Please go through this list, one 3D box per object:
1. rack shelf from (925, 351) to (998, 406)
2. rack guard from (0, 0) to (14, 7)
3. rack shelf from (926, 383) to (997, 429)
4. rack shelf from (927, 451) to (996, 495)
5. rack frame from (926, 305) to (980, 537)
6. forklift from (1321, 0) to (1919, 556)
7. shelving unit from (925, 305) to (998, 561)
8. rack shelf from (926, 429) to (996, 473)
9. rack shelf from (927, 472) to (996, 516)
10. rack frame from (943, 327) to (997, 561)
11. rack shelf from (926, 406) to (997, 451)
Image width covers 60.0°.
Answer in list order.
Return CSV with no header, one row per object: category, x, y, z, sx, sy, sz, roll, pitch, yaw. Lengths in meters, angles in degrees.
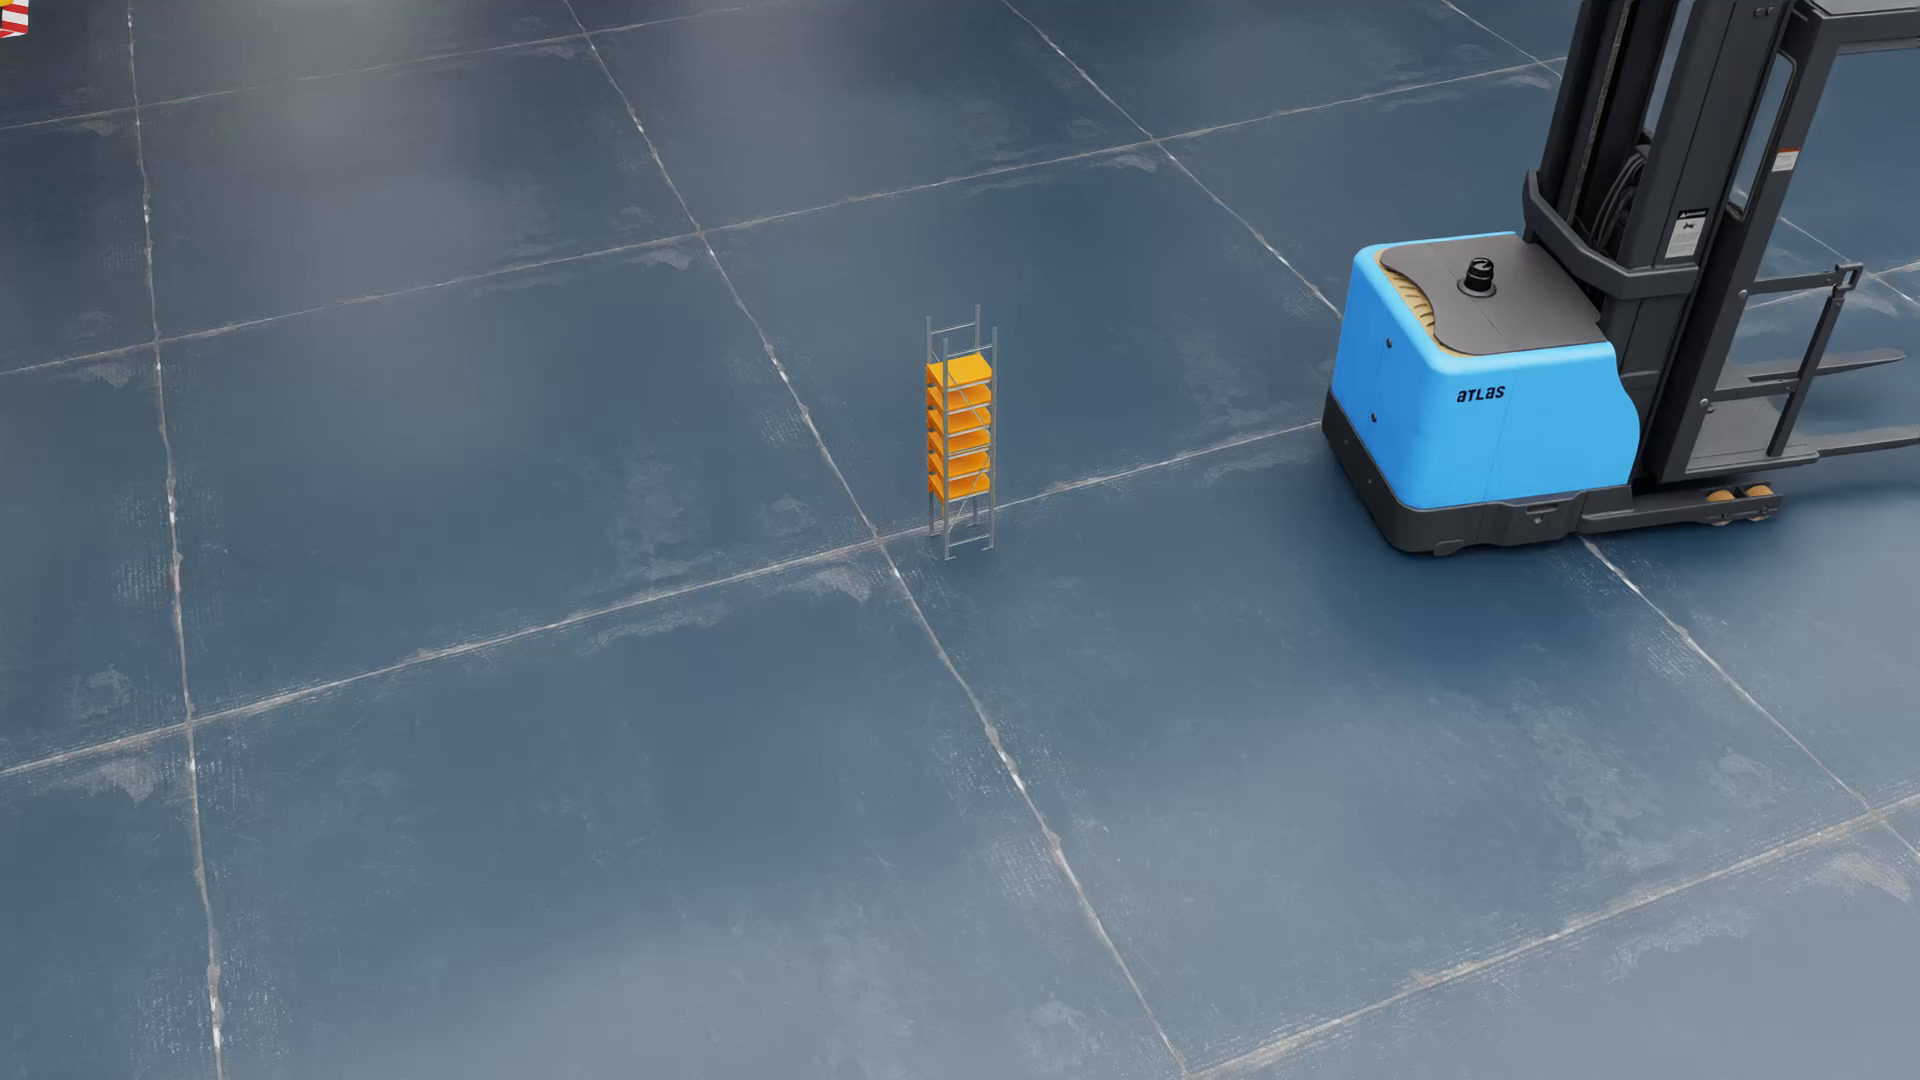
rack shelf,0.006,-0.685,7.062,0.258,0.103,0.180,-15,43,-17
rack guard,-7.583,-4.091,12.043,1.175,0.500,0.348,-15,43,-17
rack shelf,0.006,-0.594,7.140,0.258,0.103,0.180,-15,43,-17
rack shelf,0.006,-0.322,7.374,0.258,0.103,0.180,-15,43,-17
rack frame,-0.029,-0.501,7.331,0.240,1.200,0.006,-15,43,-17
forklift,3.350,-1.510,7.176,3.031,2.935,1.130,-7,41,-8
shelving unit,0.006,-0.446,7.267,0.258,1.200,0.189,-15,43,-17
rack shelf,0.006,-0.413,7.296,0.258,0.103,0.180,-15,43,-17
rack shelf,0.006,-0.231,7.453,0.258,0.103,0.180,-15,43,-17
rack frame,0.041,-0.391,7.203,0.240,1.200,0.006,-15,43,-17
rack shelf,0.006,-0.504,7.218,0.258,0.103,0.180,-15,43,-17
